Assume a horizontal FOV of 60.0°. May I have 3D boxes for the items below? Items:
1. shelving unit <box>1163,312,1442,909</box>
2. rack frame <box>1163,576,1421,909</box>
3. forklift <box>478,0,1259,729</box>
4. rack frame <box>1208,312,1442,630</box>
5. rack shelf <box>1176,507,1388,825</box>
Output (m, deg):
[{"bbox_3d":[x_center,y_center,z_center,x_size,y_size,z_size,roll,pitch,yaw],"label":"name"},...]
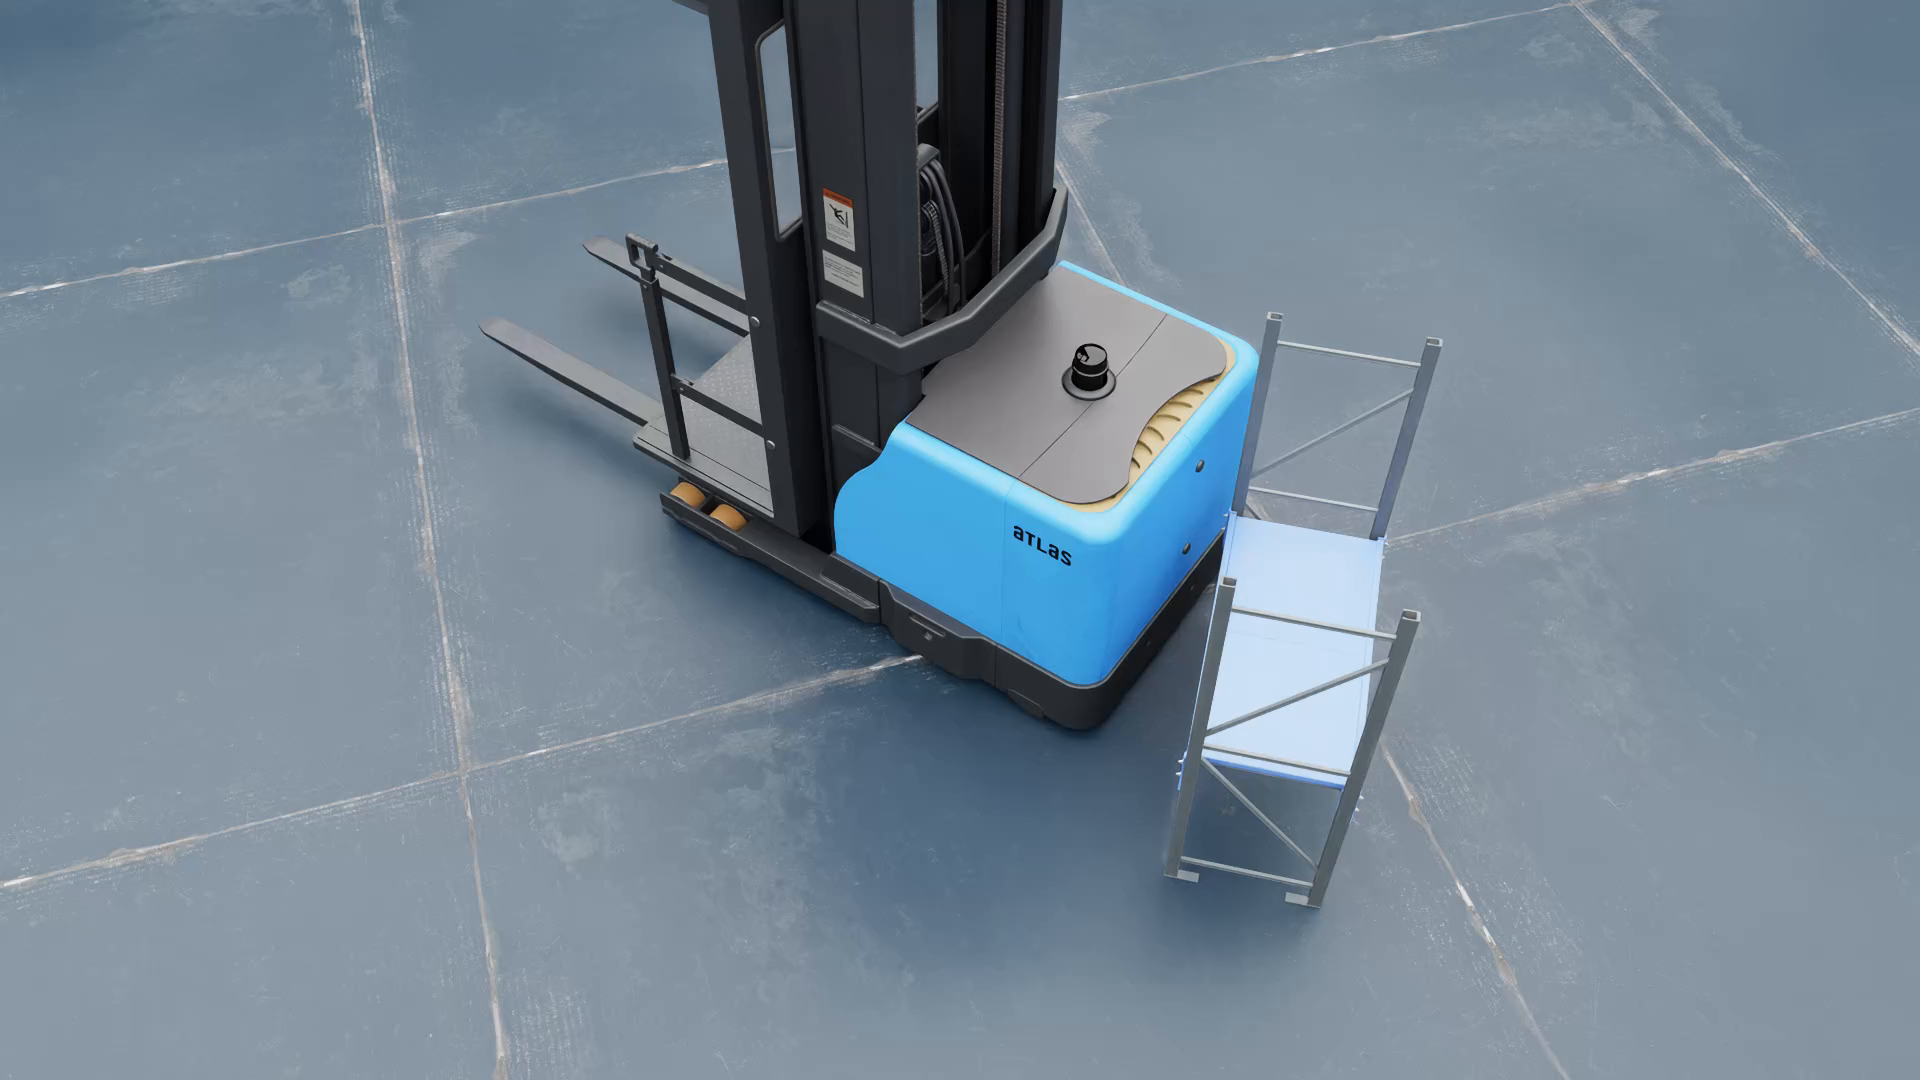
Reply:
[{"bbox_3d":[1.019,0.251,5.057,0.538,1.500,1.048,10,51,9],"label":"shelving unit"},{"bbox_3d":[0.900,0.629,4.739,0.500,1.500,0.032,10,51,9],"label":"rack frame"},{"bbox_3d":[-0.511,-1.217,5.359,3.031,2.935,1.130,28,55,22],"label":"forklift"},{"bbox_3d":[1.139,-0.126,5.376,0.500,1.500,0.032,10,51,9],"label":"rack frame"},{"bbox_3d":[1.019,0.367,5.195,0.538,0.185,1.000,10,51,9],"label":"rack shelf"}]
